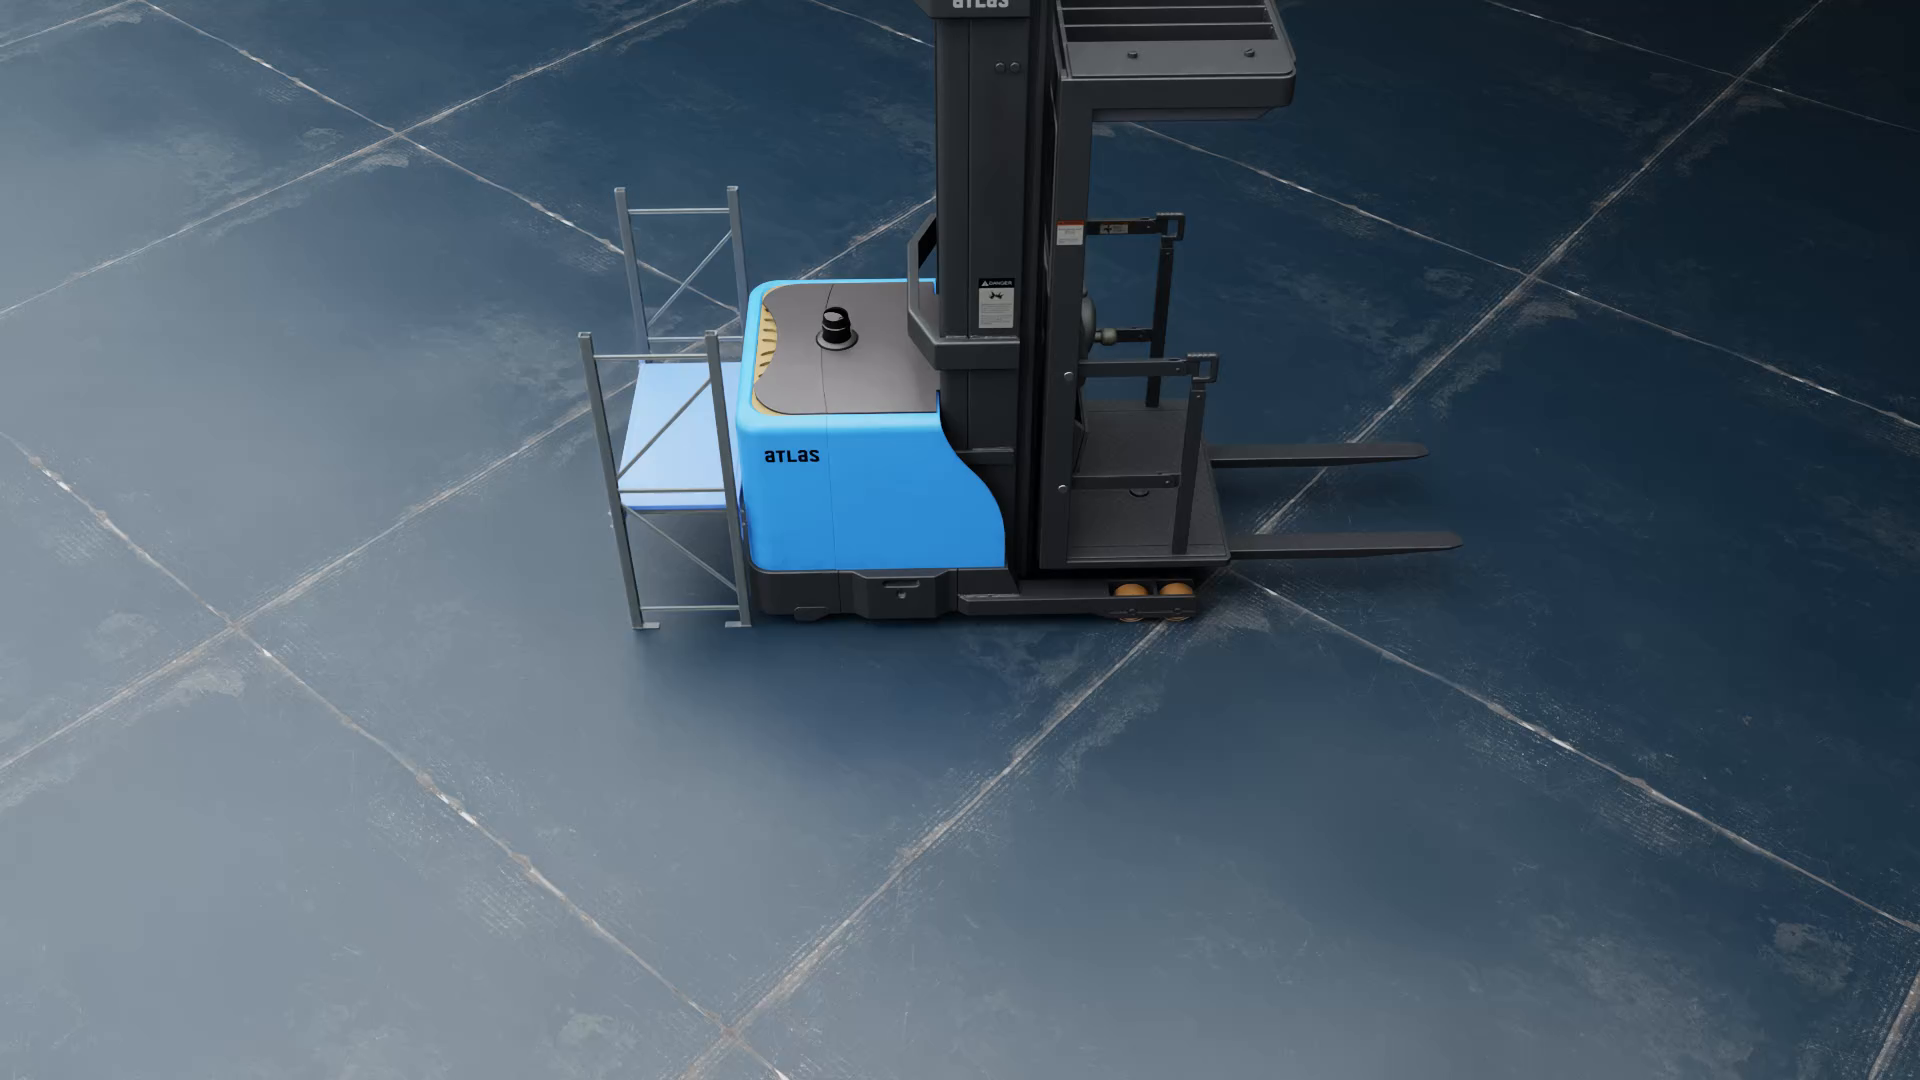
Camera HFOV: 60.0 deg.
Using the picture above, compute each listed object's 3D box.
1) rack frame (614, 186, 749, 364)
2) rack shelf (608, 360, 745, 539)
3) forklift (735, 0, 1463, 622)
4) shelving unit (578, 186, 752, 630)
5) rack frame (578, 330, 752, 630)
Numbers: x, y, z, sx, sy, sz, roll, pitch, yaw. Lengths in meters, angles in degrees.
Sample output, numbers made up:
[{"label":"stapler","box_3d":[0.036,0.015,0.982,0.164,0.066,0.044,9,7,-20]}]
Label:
[{"label":"rack frame","box_3d":[-1.157,-0.876,7.280,0.500,1.500,0.032,-1,42,-1]},{"label":"rack shelf","box_3d":[-1.144,-0.401,7.025,0.538,0.185,1.000,-1,42,-1]},{"label":"forklift","box_3d":[0.622,-1.096,6.459,3.031,2.935,1.130,-1,42,-1]},{"label":"shelving unit","box_3d":[-1.144,-0.534,6.904,0.538,1.500,1.048,-1,42,-1]},{"label":"rack frame","box_3d":[-1.131,-0.192,6.528,0.500,1.500,0.032,-1,42,-1]}]
